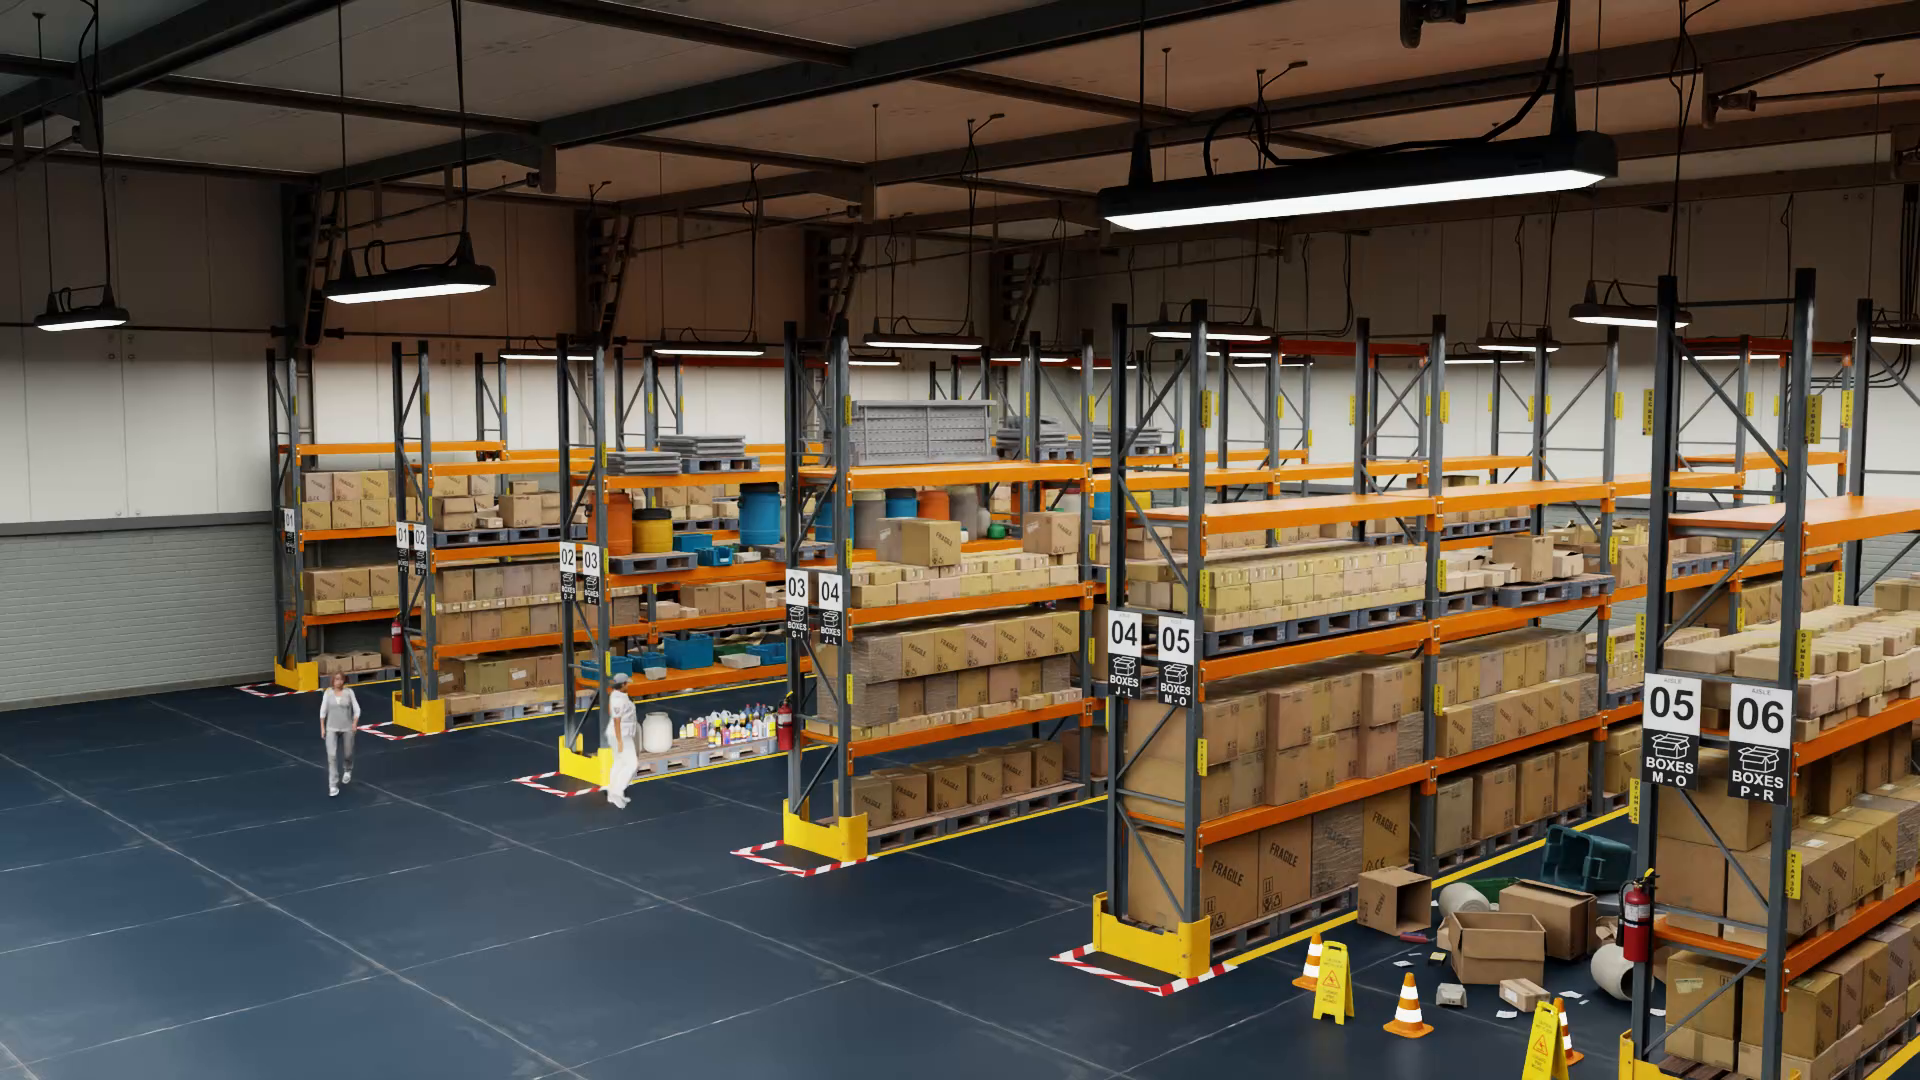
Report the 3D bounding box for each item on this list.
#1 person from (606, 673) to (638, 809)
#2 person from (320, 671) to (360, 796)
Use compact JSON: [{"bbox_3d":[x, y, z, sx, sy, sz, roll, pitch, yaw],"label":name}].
[{"bbox_3d":[-4.288,2.526,21.077,0.403,1.697,0.579,-1,5,-9],"label":"person"},{"bbox_3d":[-8.107,2.495,21.764,0.491,1.581,0.817,-2,5,-21],"label":"person"}]
